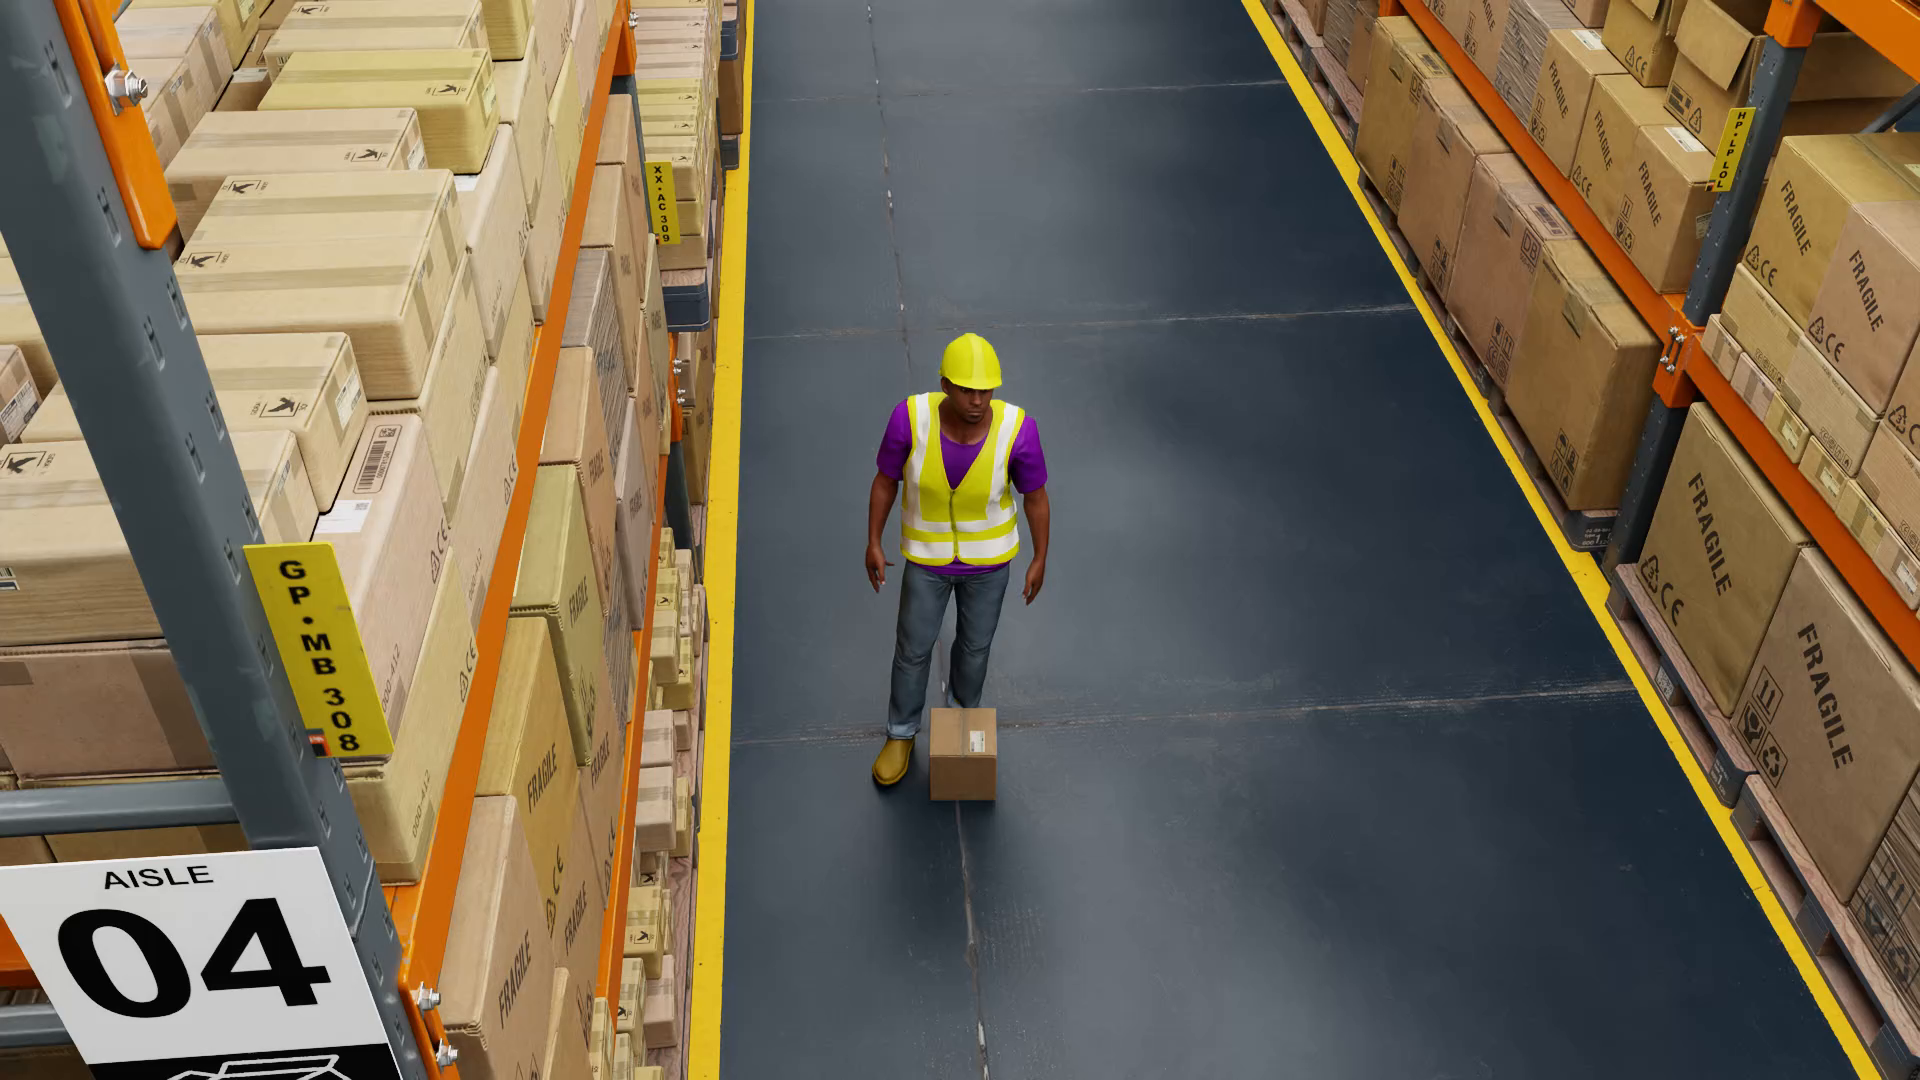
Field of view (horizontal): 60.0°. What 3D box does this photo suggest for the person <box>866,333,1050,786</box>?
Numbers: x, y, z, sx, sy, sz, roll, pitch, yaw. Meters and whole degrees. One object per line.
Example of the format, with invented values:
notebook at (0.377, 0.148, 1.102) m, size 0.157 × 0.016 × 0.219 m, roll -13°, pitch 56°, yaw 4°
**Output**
person at (-0.013, 0.093, 6.005) m, size 0.665 × 1.767 × 0.576 m, roll 1°, pitch 39°, yaw 1°
